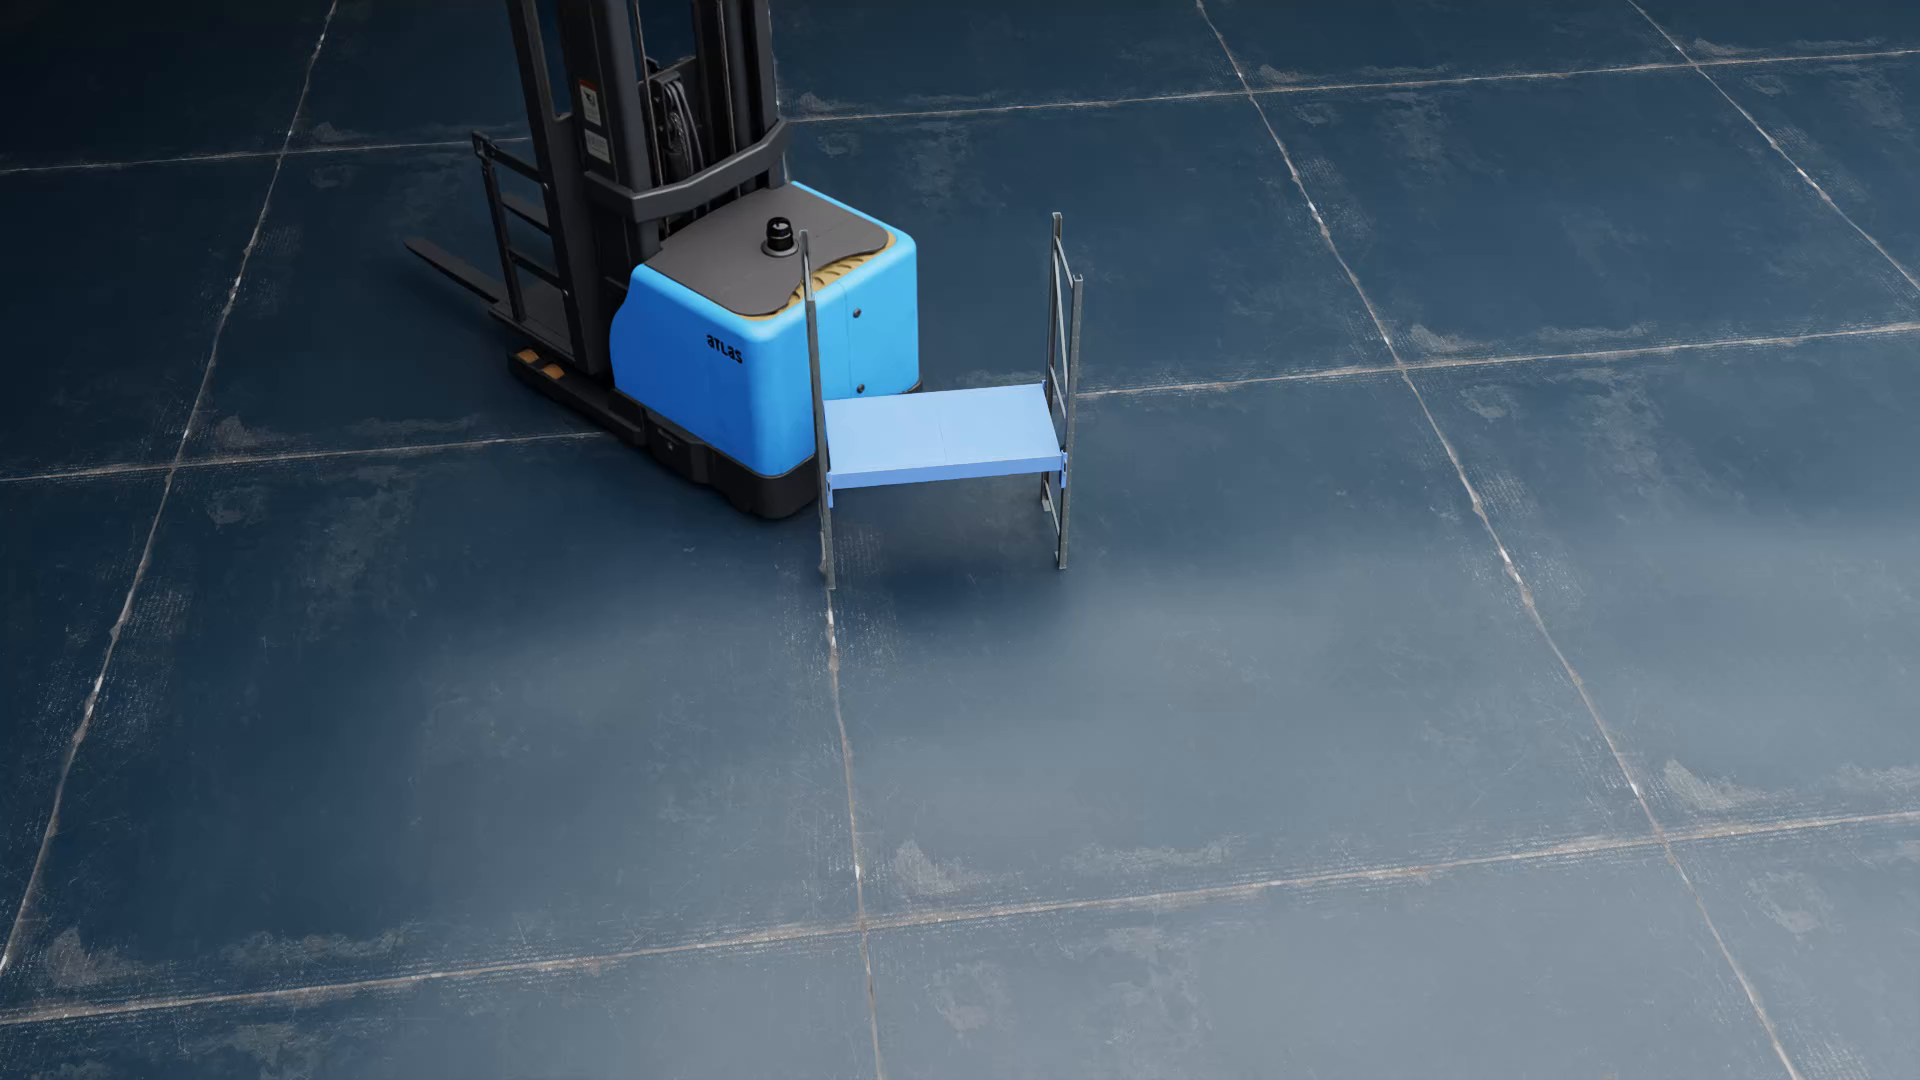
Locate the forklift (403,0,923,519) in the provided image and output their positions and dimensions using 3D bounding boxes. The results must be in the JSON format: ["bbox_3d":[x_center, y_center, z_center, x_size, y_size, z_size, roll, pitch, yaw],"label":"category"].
[{"bbox_3d":[-1.622,-2.031,7.528,3.031,2.935,1.130,30,50,29],"label":"forklift"}]

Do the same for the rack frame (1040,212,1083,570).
[{"bbox_3d":[0.419,-0.594,7.004,0.032,1.500,0.500,-5,42,-6],"label":"rack frame"}]

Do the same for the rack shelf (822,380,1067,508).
[{"bbox_3d":[-0.085,-0.416,7.075,1.000,0.185,0.538,-5,42,-6],"label":"rack shelf"}]

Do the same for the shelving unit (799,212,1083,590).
[{"bbox_3d":[-0.085,-0.550,6.955,1.048,1.500,0.538,-5,42,-6],"label":"shelving unit"}]

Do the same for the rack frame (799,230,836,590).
[{"bbox_3d":[-0.589,-0.505,6.906,0.032,1.500,0.500,-5,42,-6],"label":"rack frame"}]
